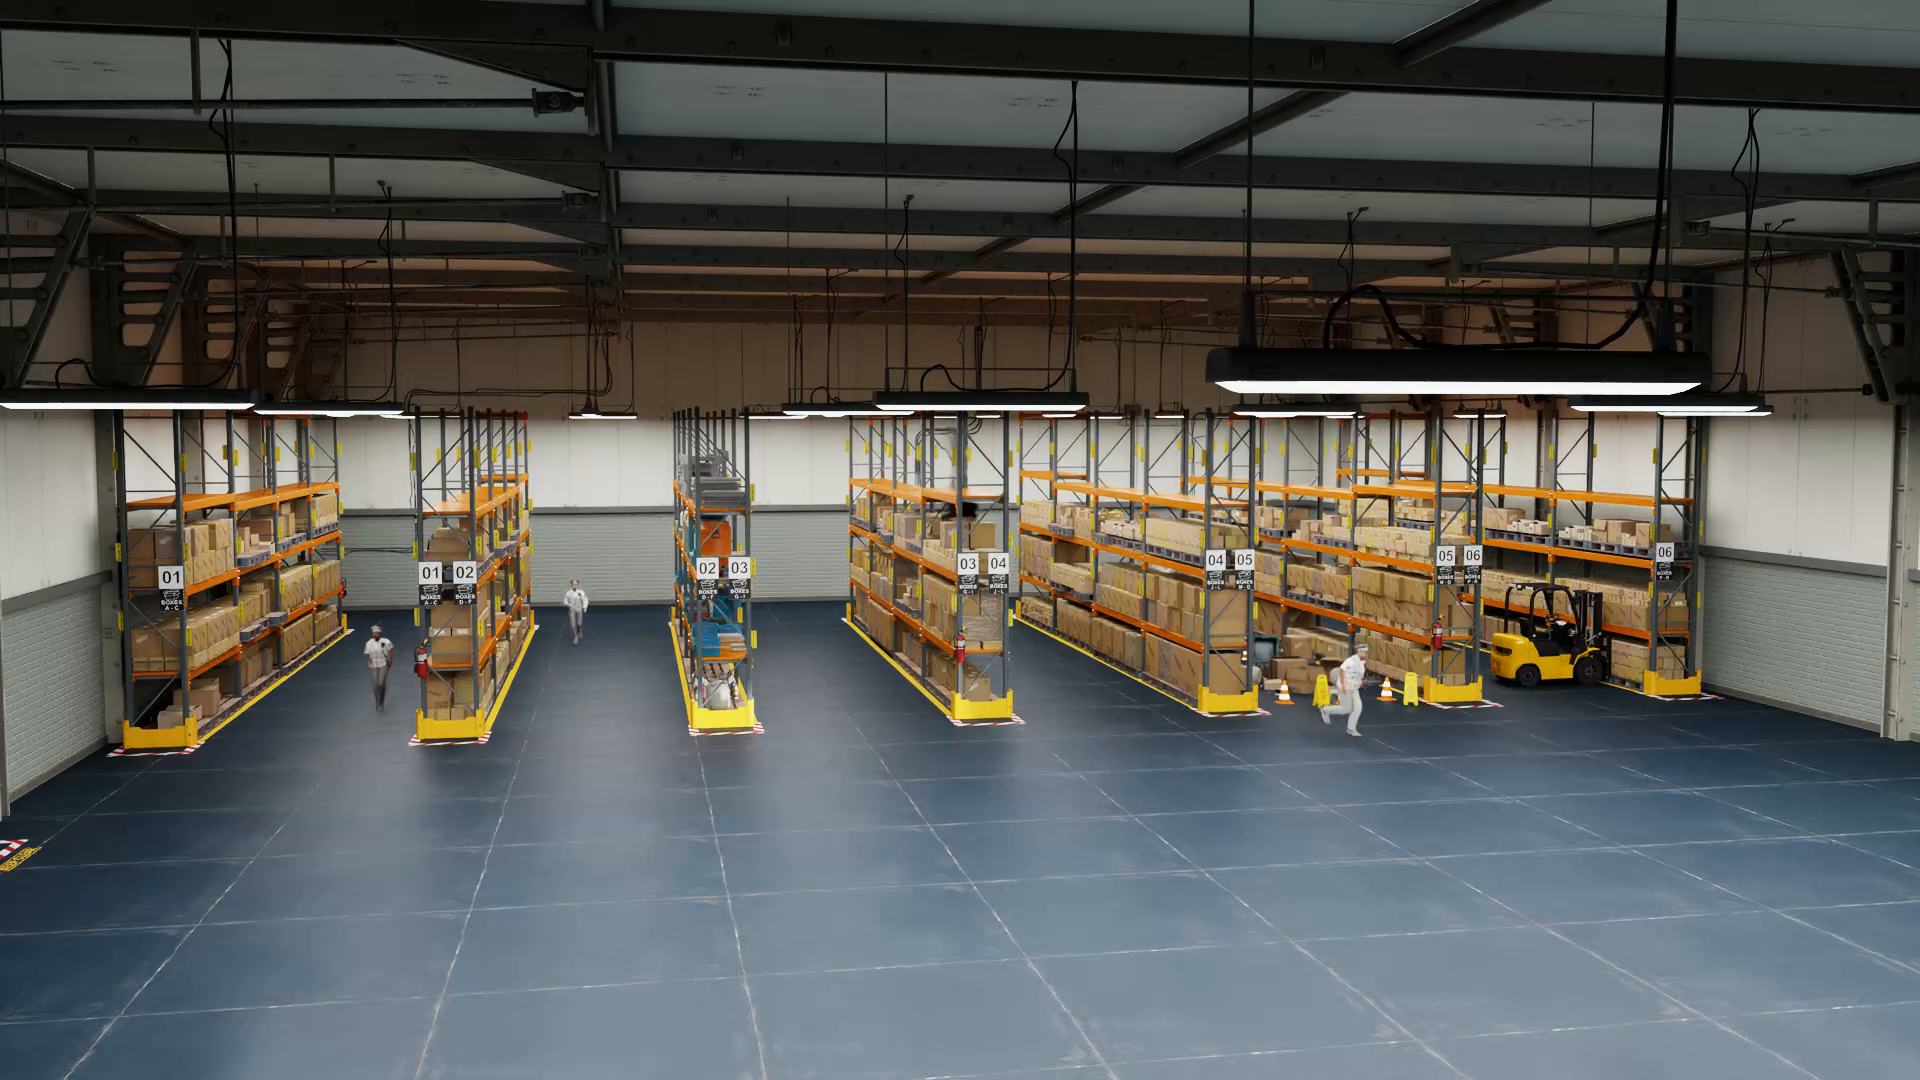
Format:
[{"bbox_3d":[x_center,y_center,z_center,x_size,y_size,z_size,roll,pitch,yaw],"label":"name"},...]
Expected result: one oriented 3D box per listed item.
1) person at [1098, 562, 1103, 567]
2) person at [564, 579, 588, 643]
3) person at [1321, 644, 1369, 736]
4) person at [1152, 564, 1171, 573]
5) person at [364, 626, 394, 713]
[{"bbox_3d":[4.195,1.470,48.576,0.565,1.627,0.609,-3,5,-38],"label":"person"},{"bbox_3d":[-9.921,1.845,42.953,0.604,1.659,0.538,-1,4,-12],"label":"person"},{"bbox_3d":[7.078,2.736,30.552,0.893,1.719,0.664,3,5,34],"label":"person"},{"bbox_3d":[6.114,1.223,51.060,0.884,1.764,0.712,-2,4,-26],"label":"person"},{"bbox_3d":[-11.523,2.553,32.963,0.524,1.741,0.767,0,4,-4],"label":"person"}]
